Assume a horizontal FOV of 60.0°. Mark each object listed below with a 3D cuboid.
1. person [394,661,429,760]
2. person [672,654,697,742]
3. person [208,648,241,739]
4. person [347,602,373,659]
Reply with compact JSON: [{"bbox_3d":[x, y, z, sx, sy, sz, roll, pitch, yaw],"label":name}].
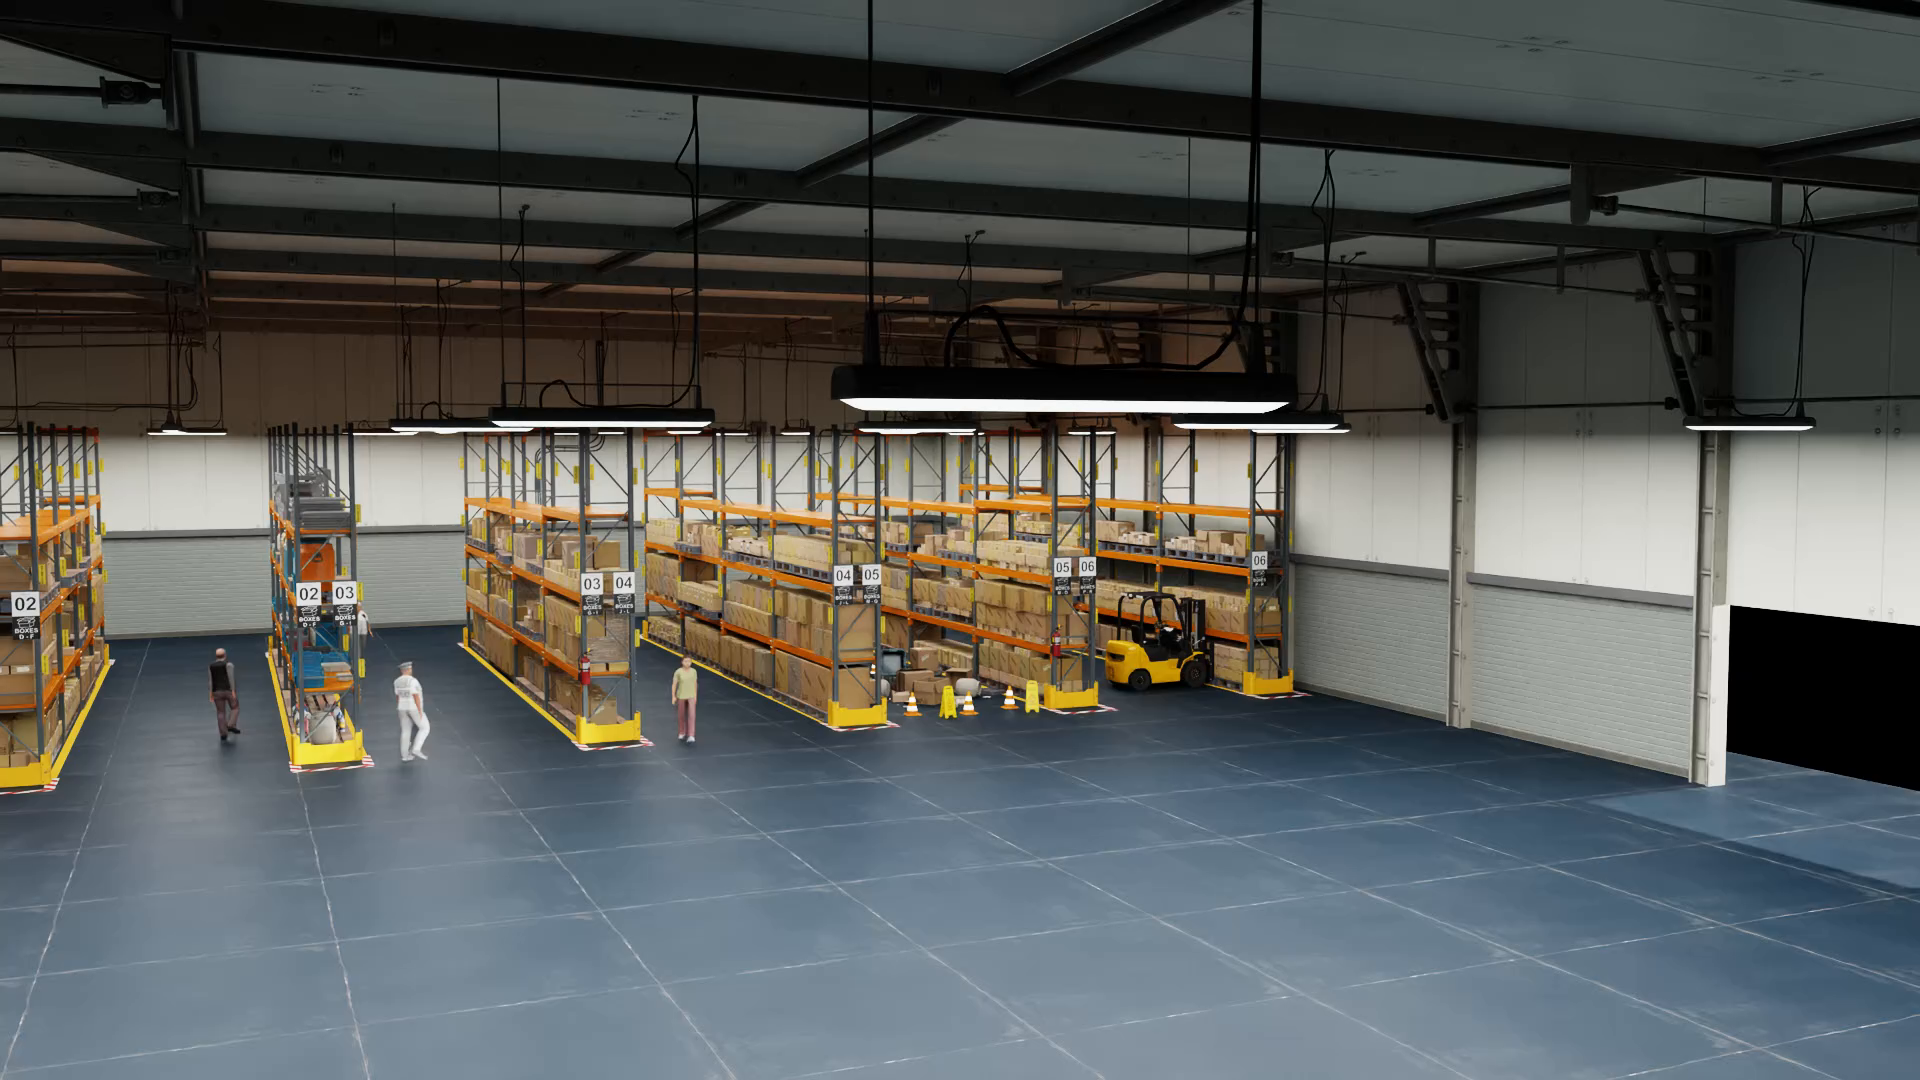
[{"bbox_3d":[-9.769,3.038,29.555,0.654,1.730,0.495,1,4,16],"label":"person"},{"bbox_3d":[-5.173,2.973,31.274,0.496,1.637,0.911,-1,4,-16],"label":"person"},{"bbox_3d":[-14.031,2.923,31.684,0.576,1.710,0.481,-1,4,-15],"label":"person"},{"bbox_3d":[-15.069,2.348,41.701,0.564,1.611,1.016,-3,4,-38],"label":"person"}]
